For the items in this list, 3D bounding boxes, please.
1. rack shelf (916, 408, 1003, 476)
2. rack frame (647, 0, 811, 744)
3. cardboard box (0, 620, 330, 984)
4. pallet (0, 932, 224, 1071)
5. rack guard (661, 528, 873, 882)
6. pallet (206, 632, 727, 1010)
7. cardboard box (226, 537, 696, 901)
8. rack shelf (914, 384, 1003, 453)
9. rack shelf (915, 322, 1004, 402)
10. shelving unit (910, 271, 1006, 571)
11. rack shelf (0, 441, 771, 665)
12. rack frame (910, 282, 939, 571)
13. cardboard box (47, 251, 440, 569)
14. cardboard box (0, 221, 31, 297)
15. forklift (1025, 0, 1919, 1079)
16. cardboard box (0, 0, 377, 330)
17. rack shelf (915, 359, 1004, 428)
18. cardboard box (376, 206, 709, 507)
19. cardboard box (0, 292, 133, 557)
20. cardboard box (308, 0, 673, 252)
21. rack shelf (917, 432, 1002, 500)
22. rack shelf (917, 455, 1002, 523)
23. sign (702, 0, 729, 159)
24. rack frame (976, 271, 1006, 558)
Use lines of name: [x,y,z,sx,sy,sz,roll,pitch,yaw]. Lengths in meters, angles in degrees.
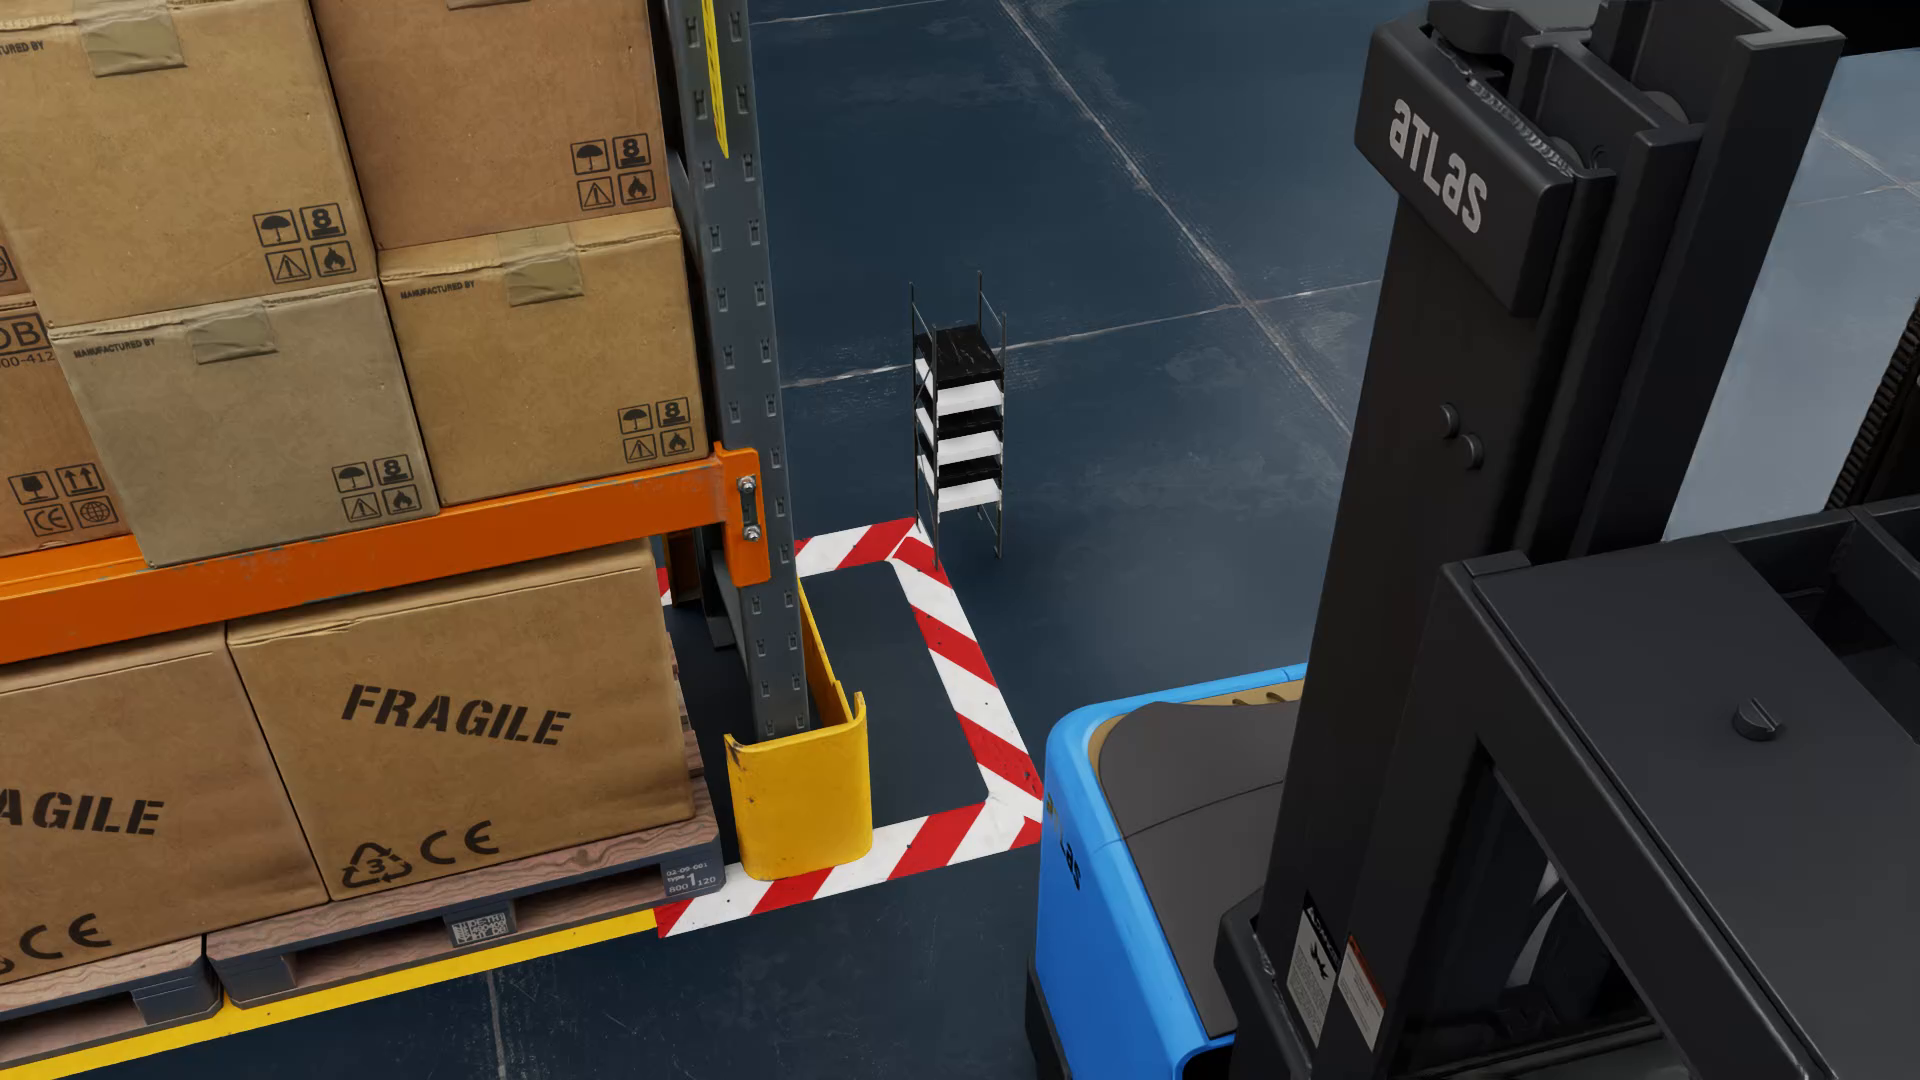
rack shelf: [-0.008,-0.312,4.974,0.200,0.077,0.258,-12,42,-13]
rack frame: [-0.573,-0.641,3.704,0.127,3.000,1.000,-12,42,-13]
cardboard box: [-2.039,0.352,3.863,0.875,0.875,0.875,-12,43,-14]
pallet: [-2.474,0.855,4.111,1.213,0.211,1.003,-12,42,-13]
rack guard: [-0.551,0.296,4.532,0.348,0.500,1.175,-12,42,-13]
pallet: [-1.313,0.616,4.384,1.213,0.211,1.003,-12,42,-13]
cardboard box: [-1.200,0.177,4.064,0.875,0.875,0.875,-11,42,-13]
rack shelf: [-0.008,-0.380,4.915,0.200,0.077,0.258,-12,42,-13]
rack shelf: [-0.007,-0.516,4.796,0.200,0.077,0.258,-12,42,-13]
shelving unit: [-0.008,-0.337,4.952,0.210,0.900,0.258,-12,42,-13]
rack shelf: [-2.481,0.025,3.488,4.000,0.370,1.077,-12,42,-13]
rack frame: [-0.105,-0.317,4.929,0.006,0.900,0.240,-12,42,-13]
cardboard box: [-1.432,-0.473,3.398,0.550,0.550,0.875,-12,42,-13]
cardboard box: [-2.011,-0.863,3.023,0.550,0.550,0.875,-12,42,-13]
forklift: [1.018,0.898,1.994,1.130,2.935,3.031,-10,42,-11]
cardboard box: [-1.436,-0.888,3.052,0.550,0.550,0.875,-12,42,-13]
rack shelf: [-0.007,-0.448,4.856,0.200,0.077,0.258,-12,42,-13]
cardboard box: [-0.914,-0.596,3.538,0.550,0.550,0.875,-12,42,-13]
cardboard box: [-2.004,-0.441,3.361,0.550,0.550,0.875,-12,42,-13]
cardboard box: [-0.939,-1.055,3.243,0.550,0.550,0.875,-12,42,-13]
rack shelf: [-0.008,-0.244,5.033,0.200,0.077,0.258,-12,42,-13]
rack shelf: [-0.008,-0.177,5.092,0.200,0.077,0.258,-12,42,-13]
sign: [-0.424,-0.823,2.852,0.005,0.325,0.100,-12,42,-13]
rack frame: [0.089,-0.357,4.975,0.006,0.900,0.240,-12,42,-13]
